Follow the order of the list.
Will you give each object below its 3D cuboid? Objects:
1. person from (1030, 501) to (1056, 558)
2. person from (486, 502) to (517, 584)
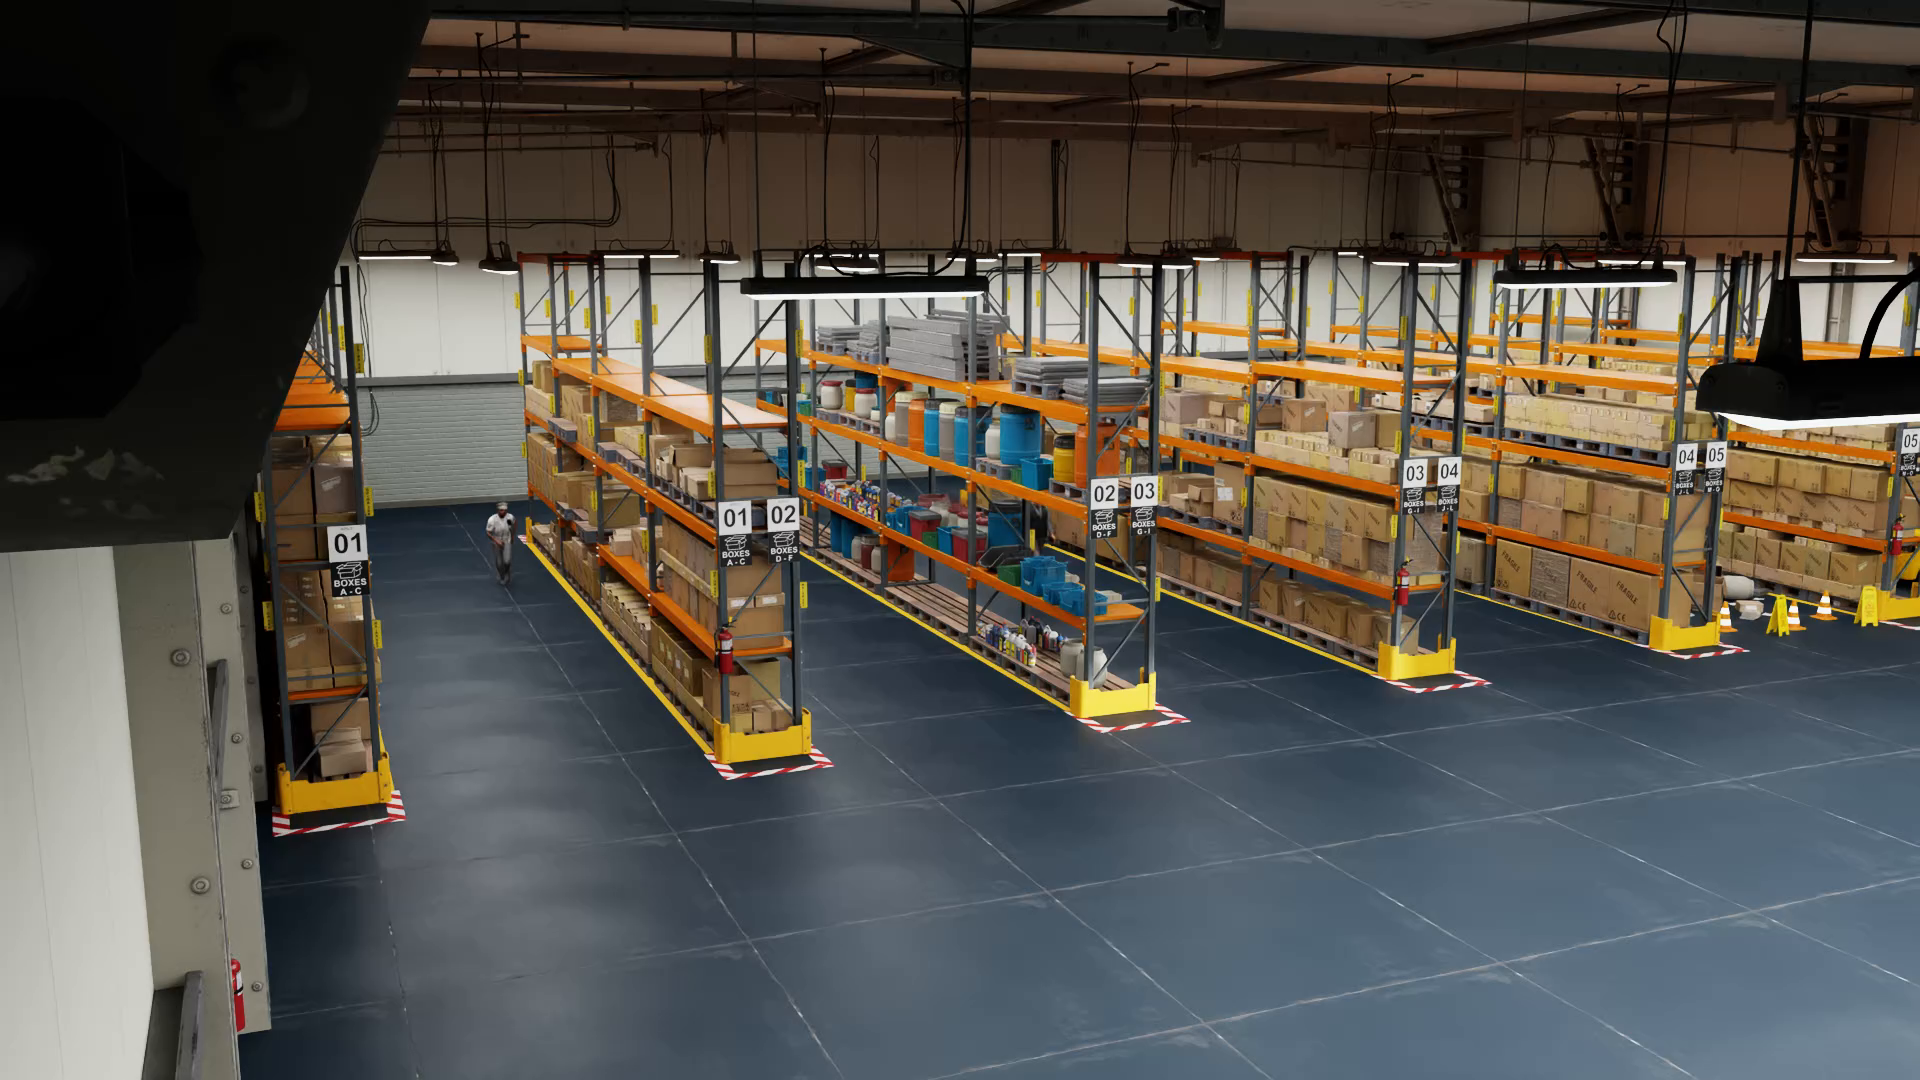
[{"bbox_3d":[1.366,-0.037,28.806,0.547,1.674,0.969,-7,12,-34],"label":"person"},{"bbox_3d":[-8.348,0.054,30.340,0.544,1.591,0.731,-2,11,-12],"label":"person"}]
